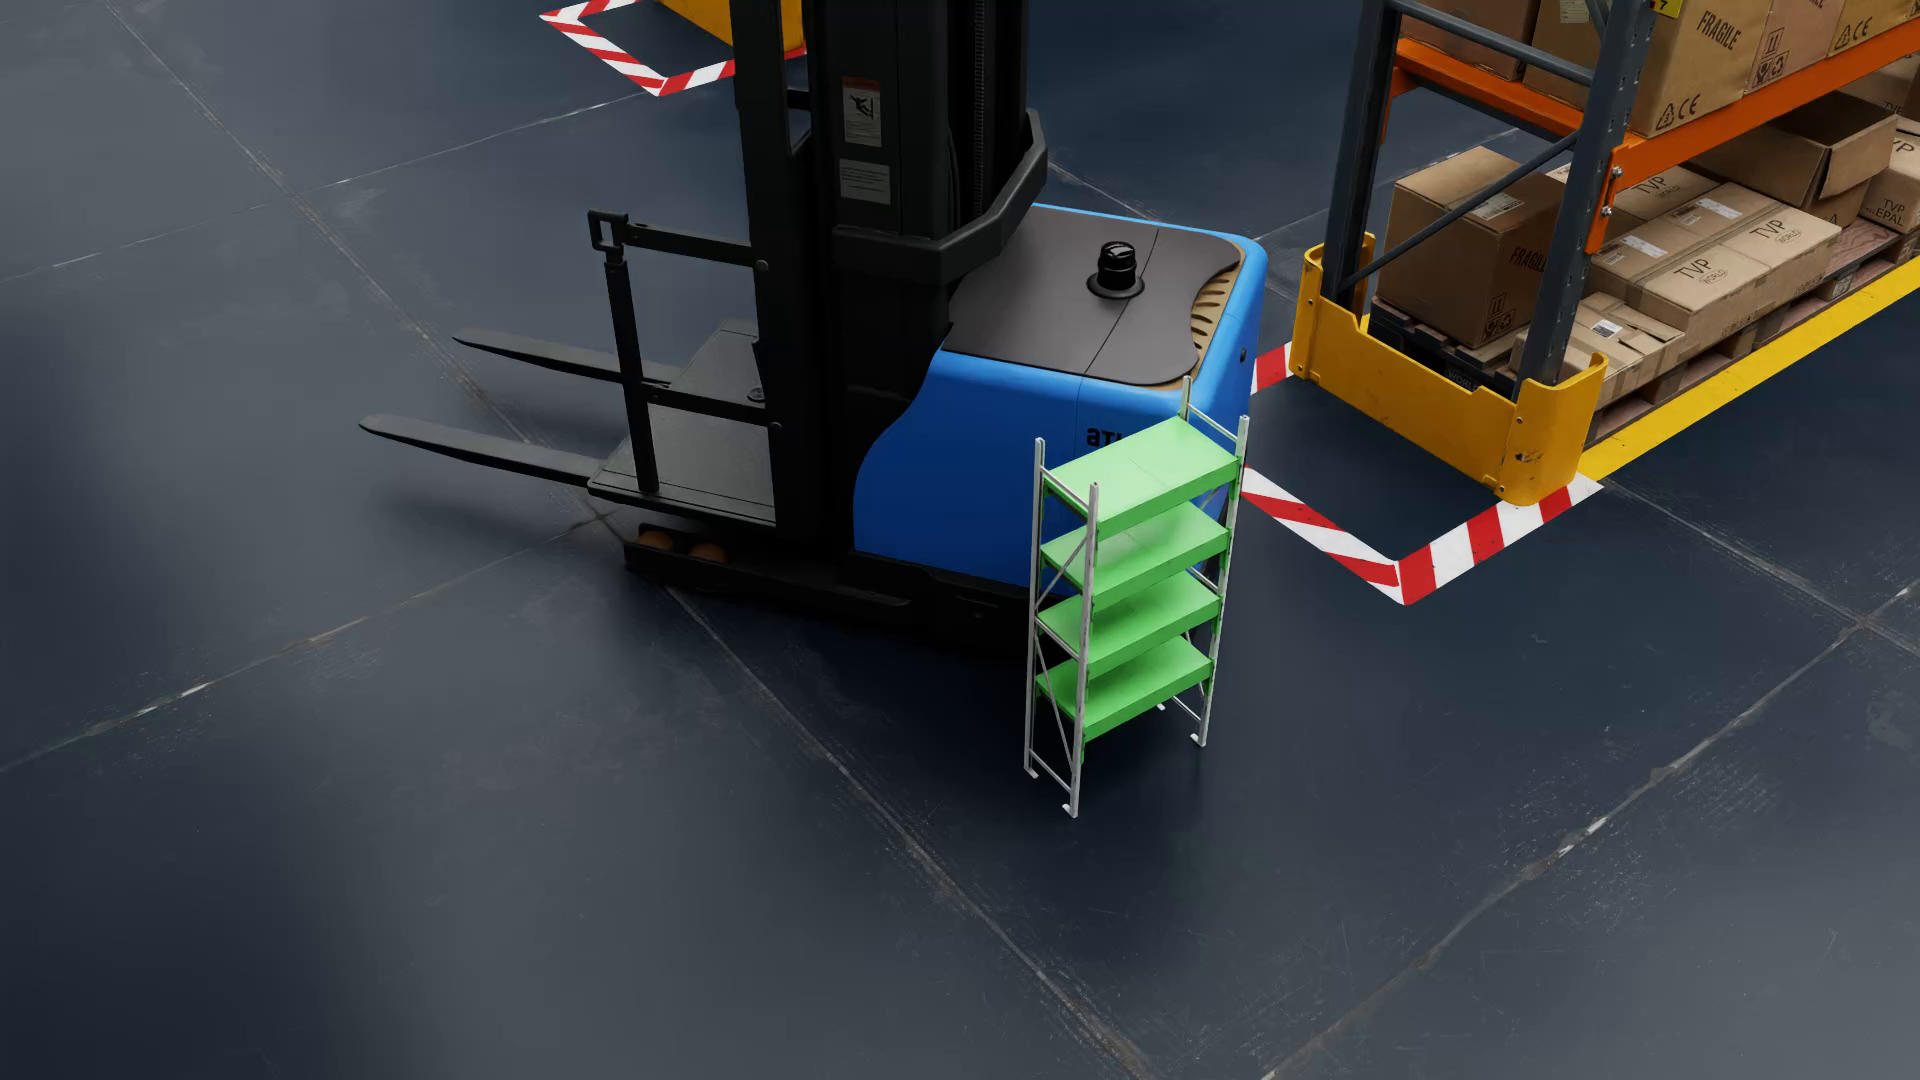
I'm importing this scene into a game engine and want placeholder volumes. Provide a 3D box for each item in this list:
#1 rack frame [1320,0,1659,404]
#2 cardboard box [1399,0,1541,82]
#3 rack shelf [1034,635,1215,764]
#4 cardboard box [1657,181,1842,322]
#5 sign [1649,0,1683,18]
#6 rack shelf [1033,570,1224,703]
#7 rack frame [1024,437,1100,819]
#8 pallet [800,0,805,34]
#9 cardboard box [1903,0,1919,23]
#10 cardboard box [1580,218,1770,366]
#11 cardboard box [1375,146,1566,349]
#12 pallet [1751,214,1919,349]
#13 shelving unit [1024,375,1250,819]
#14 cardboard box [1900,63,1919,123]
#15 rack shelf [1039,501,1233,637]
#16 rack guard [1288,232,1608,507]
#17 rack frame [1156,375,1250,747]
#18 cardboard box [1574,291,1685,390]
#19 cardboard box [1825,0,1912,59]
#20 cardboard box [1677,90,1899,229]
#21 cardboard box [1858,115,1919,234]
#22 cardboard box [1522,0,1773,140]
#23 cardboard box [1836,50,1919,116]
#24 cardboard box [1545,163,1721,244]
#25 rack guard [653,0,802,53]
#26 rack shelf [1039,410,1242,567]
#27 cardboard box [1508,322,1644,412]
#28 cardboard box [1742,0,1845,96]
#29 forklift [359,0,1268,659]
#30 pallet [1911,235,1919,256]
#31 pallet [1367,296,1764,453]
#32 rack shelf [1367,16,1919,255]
[{"bbox_3d":[1.705,-1.592,5.326,0.127,3.000,1.000,-26,46,-28],"label":"rack frame"},{"bbox_3d":[1.895,-1.941,5.672,0.500,0.500,0.500,-25,45,-27],"label":"cardboard box"},{"bbox_3d":[0.463,0.417,4.774,0.480,0.148,0.258,-24,45,-26],"label":"rack shelf"},{"bbox_3d":[3.102,-1.153,6.612,0.500,0.250,0.500,-26,46,-28],"label":"cardboard box"},{"bbox_3d":[2.036,-1.654,4.719,0.005,0.325,0.100,-26,46,-28],"label":"sign"},{"bbox_3d":[0.463,0.232,4.622,0.480,0.148,0.258,-24,45,-26],"label":"rack shelf"},{"bbox_3d":[0.263,0.271,4.473,0.015,1.200,0.240,-24,45,-26],"label":"rack frame"},{"bbox_3d":[-0.633,-3.306,9.614,1.213,0.211,1.003,-26,46,-28],"label":"pallet"},{"bbox_3d":[3.421,-2.257,6.057,0.500,0.500,0.500,-25,46,-28],"label":"cardboard box"},{"bbox_3d":[2.706,-0.960,6.377,0.500,0.250,0.500,-26,46,-28],"label":"cardboard box"},{"bbox_3d":[1.986,-1.130,6.387,0.500,0.500,0.500,-26,46,-28],"label":"cardboard box"},{"bbox_3d":[3.364,-1.321,7.194,1.213,0.211,1.003,-26,46,-28],"label":"pallet"},{"bbox_3d":[0.463,0.183,4.581,0.503,1.200,0.258,-24,45,-26],"label":"shelving unit"},{"bbox_3d":[4.598,-1.979,7.422,0.500,0.500,0.500,-26,46,-28],"label":"cardboard box"},{"bbox_3d":[0.463,0.046,4.470,0.480,0.148,0.258,-24,45,-26],"label":"rack shelf"},{"bbox_3d":[1.766,-0.655,6.155,0.348,0.500,1.175,-26,46,-28],"label":"rack guard"},{"bbox_3d":[0.663,0.094,4.690,0.015,1.200,0.240,-24,45,-26],"label":"rack frame"},{"bbox_3d":[2.445,-0.753,6.190,0.250,0.166,0.380,-26,46,-28],"label":"cardboard box"},{"bbox_3d":[3.023,-2.065,5.823,0.500,0.500,0.500,-26,46,-28],"label":"cardboard box"},{"bbox_3d":[3.390,-1.615,6.975,0.637,0.503,0.797,-26,46,-28],"label":"cardboard box"},{"bbox_3d":[4.003,-1.616,7.128,0.500,0.311,0.500,-26,46,-28],"label":"cardboard box"},{"bbox_3d":[2.218,-1.670,5.342,0.500,0.500,0.500,-25,46,-27],"label":"cardboard box"},{"bbox_3d":[4.412,-2.215,7.859,0.500,0.311,0.500,-26,46,-28],"label":"cardboard box"},{"bbox_3d":[2.758,-1.386,6.895,0.500,0.250,0.500,-26,46,-28],"label":"cardboard box"},{"bbox_3d":[-1.321,-3.103,9.138,0.348,0.500,1.175,-26,46,-28],"label":"rack guard"},{"bbox_3d":[0.463,-0.139,4.318,0.480,0.148,0.258,-24,45,-26],"label":"rack shelf"},{"bbox_3d":[2.247,-0.649,6.077,0.250,0.149,0.380,-26,46,-28],"label":"cardboard box"},{"bbox_3d":[2.624,-1.872,5.588,0.500,0.500,0.500,-26,46,-28],"label":"cardboard box"},{"bbox_3d":[-0.596,-1.262,4.977,3.031,2.935,1.130,12,41,14],"label":"forklift"},{"bbox_3d":[4.332,-1.795,7.772,1.213,0.211,1.003,-26,46,-28],"label":"pallet"},{"bbox_3d":[2.397,-0.852,6.623,1.213,0.211,1.003,-26,46,-28],"label":"pallet"},{"bbox_3d":[3.291,-2.087,6.497,4.000,0.370,1.077,-26,46,-28],"label":"rack shelf"}]
